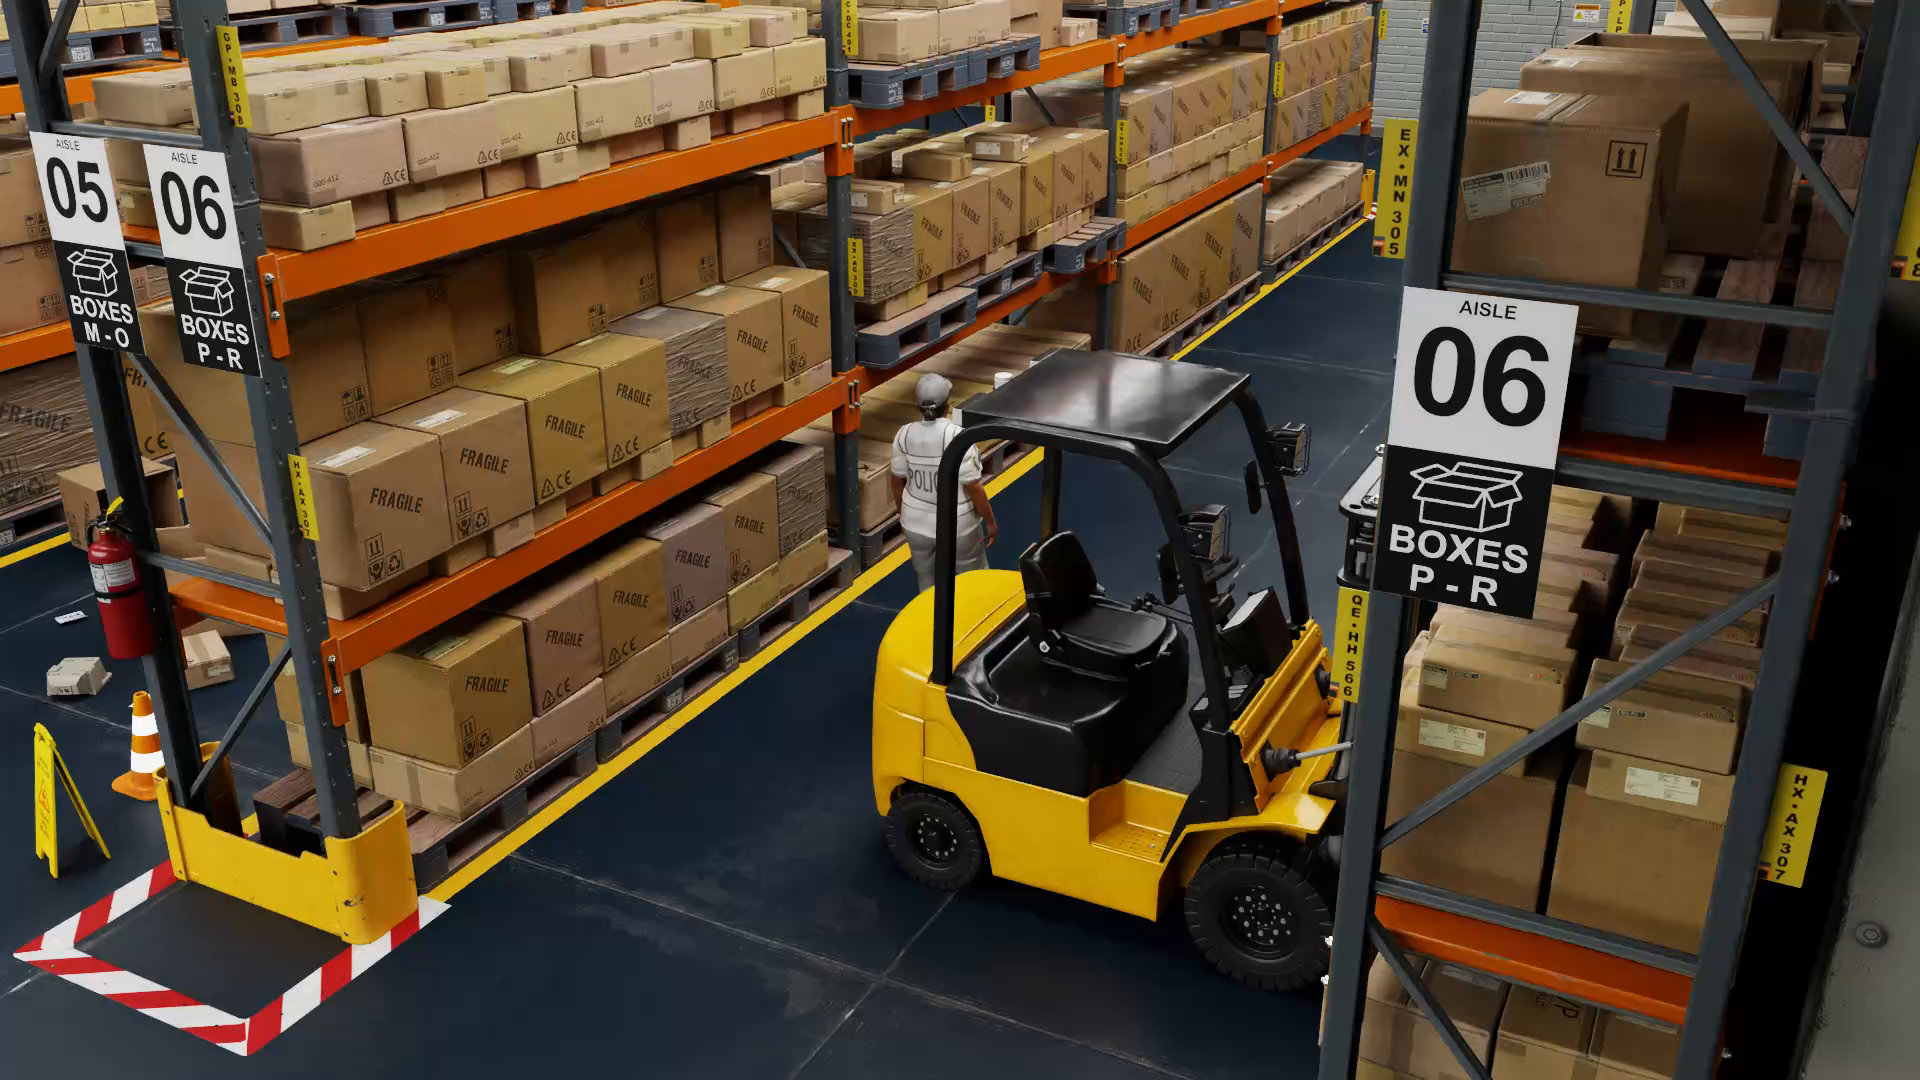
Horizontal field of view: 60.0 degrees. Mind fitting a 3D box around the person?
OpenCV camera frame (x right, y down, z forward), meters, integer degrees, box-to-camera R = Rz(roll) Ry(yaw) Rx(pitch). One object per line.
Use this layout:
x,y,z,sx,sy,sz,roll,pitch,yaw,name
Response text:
-0.038,-0.097,8.793,0.599,1.671,0.529,11,25,24,person
